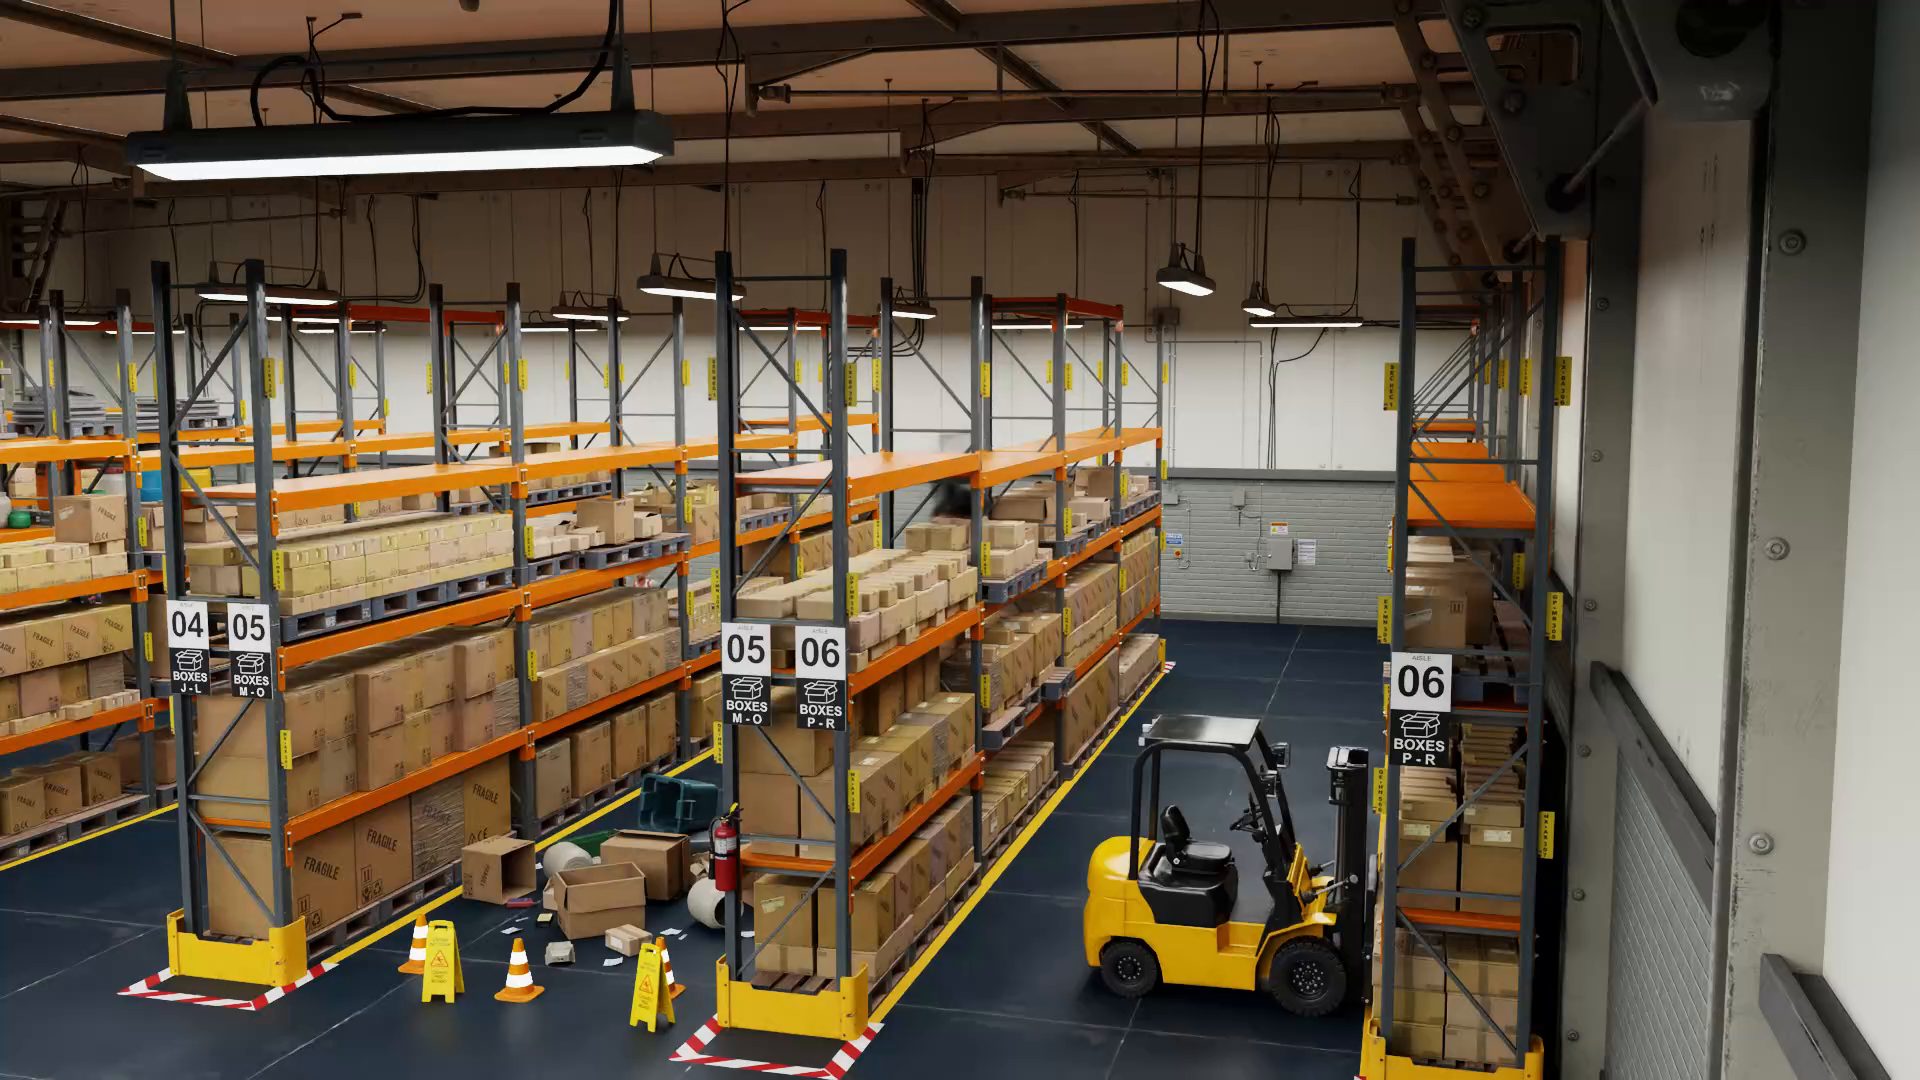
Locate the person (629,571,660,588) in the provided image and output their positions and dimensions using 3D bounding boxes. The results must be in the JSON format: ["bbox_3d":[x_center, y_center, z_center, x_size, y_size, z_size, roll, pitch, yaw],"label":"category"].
[{"bbox_3d":[-5.432,1.278,28.581,0.665,1.735,0.535,1,6,13],"label":"person"}]
